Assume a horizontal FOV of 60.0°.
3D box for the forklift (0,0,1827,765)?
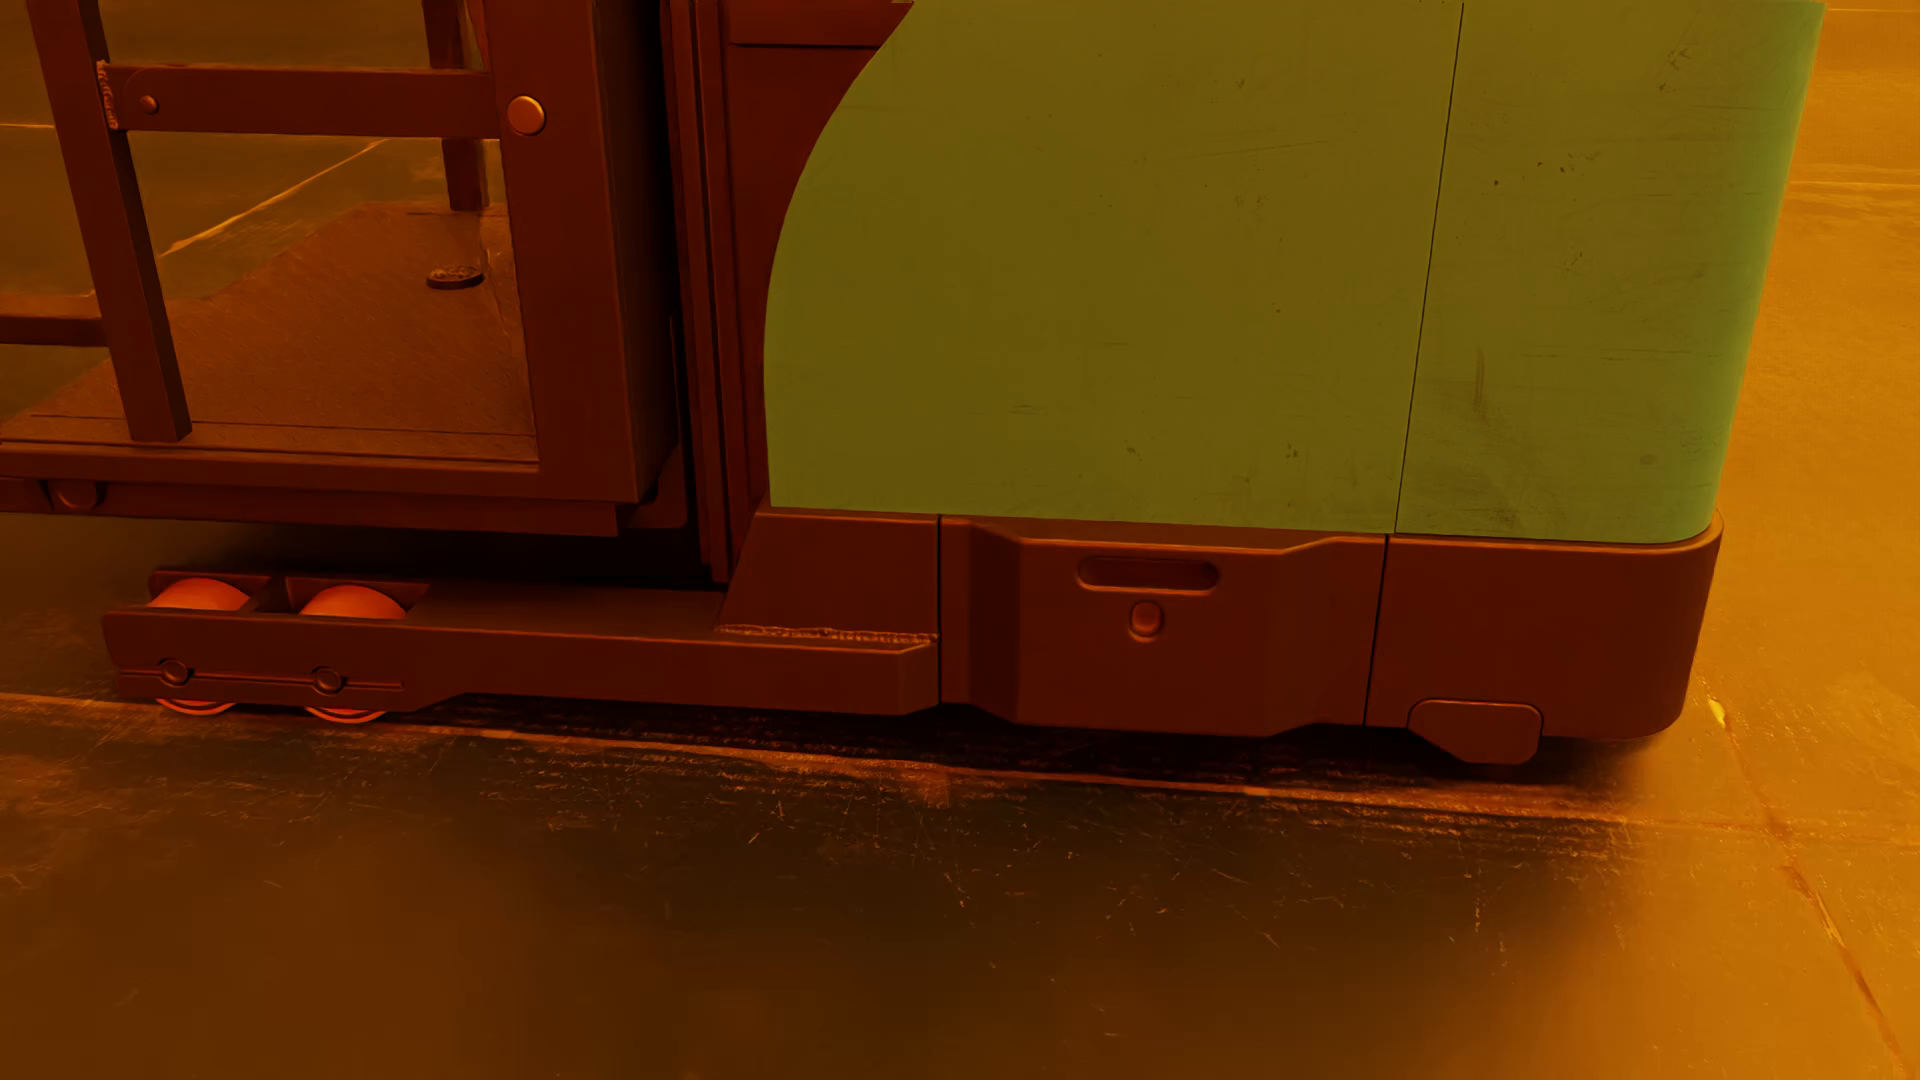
[{"bbox_3d":[-0.614,-1.317,1.857,3.031,2.935,1.130,3,27,5],"label":"forklift"}]
